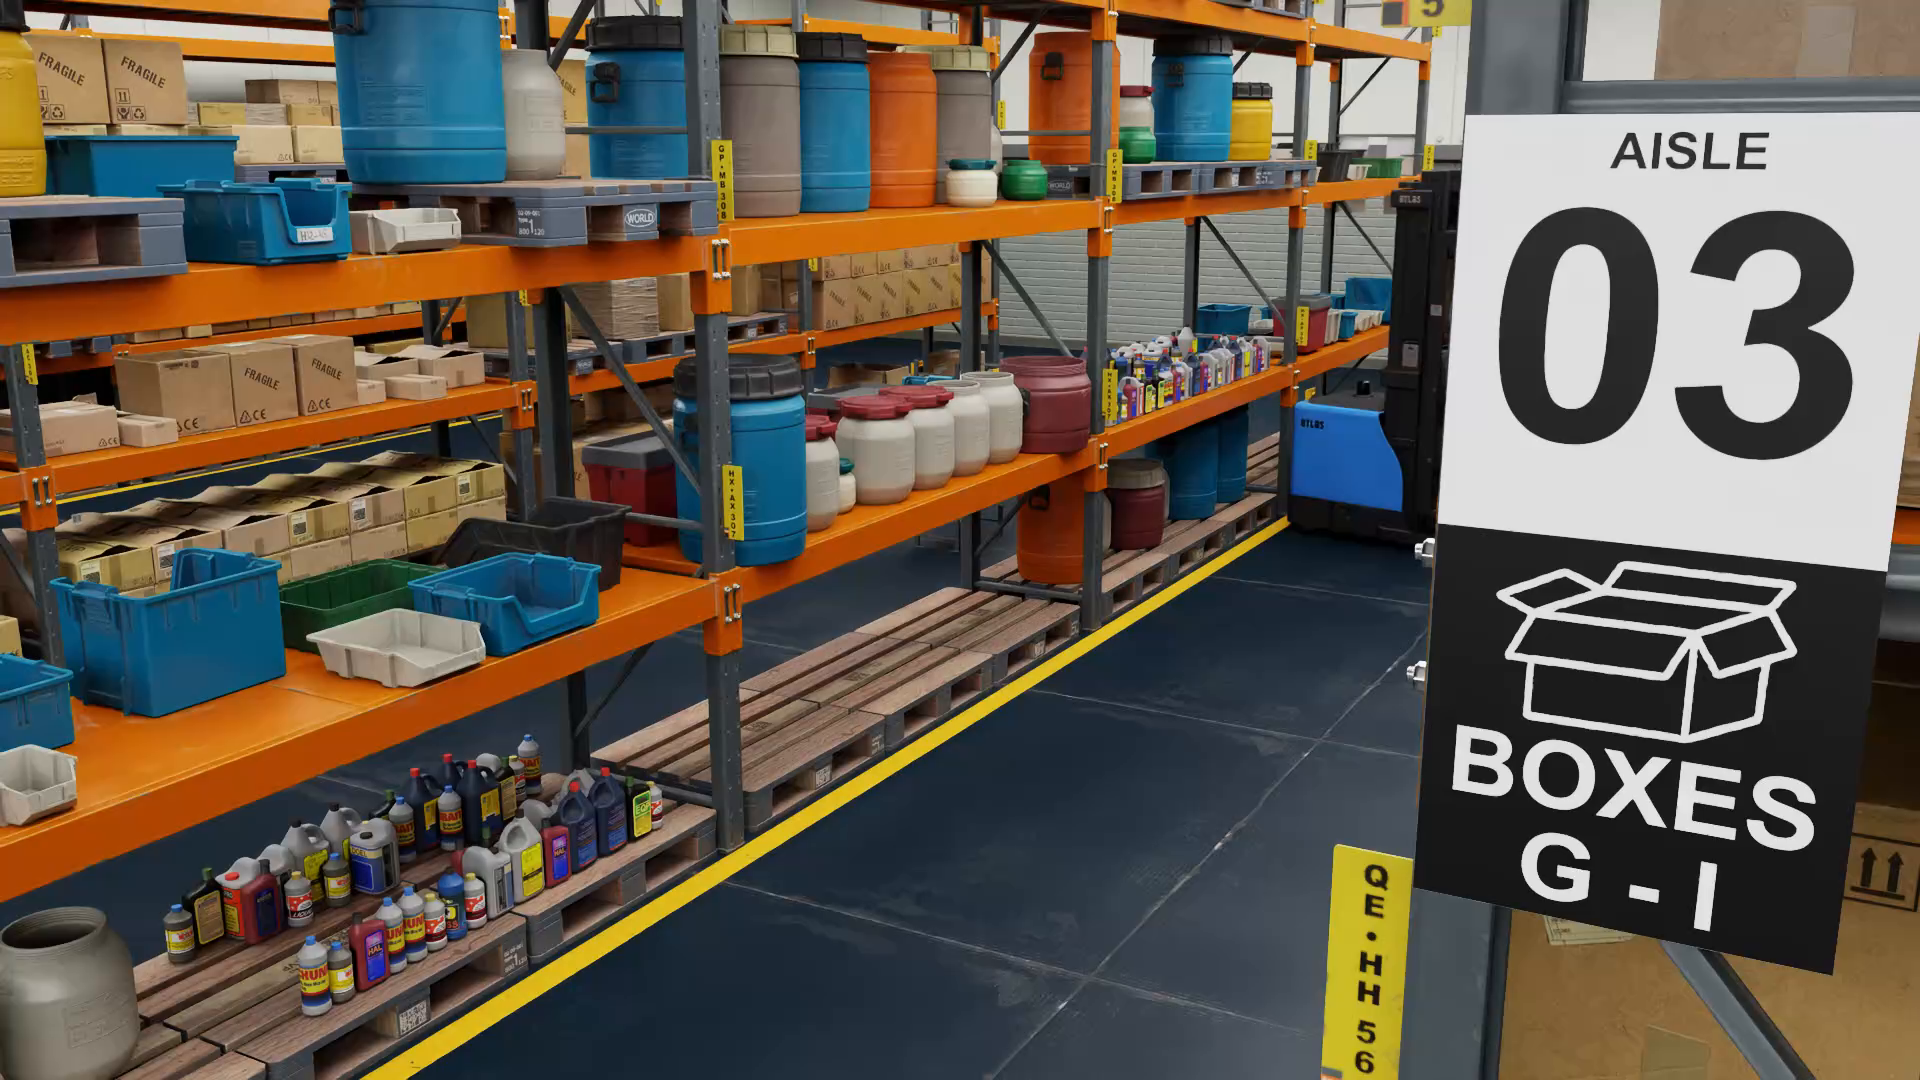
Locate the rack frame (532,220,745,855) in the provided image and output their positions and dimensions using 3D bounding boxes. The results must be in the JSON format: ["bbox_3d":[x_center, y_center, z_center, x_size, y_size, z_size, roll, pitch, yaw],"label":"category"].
[{"bbox_3d":[-1.460,-0.092,7.514,1.000,3.000,0.127,7,15,28],"label":"rack frame"}]

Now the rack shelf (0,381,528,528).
[{"bbox_3d":[-4.827,-0.714,11.632,1.077,0.370,4.000,7,15,28],"label":"rack shelf"}]

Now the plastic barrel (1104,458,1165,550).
[{"bbox_3d":[1.241,-0.278,12.537,0.600,0.588,0.708,7,15,28],"label":"plastic barrel"}]

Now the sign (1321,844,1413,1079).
[{"bbox_3d":[0.466,0.506,1.888,0.100,0.325,0.005,7,15,28],"label":"sign"}]

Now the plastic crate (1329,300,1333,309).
[{"bbox_3d":[3.615,-2.353,17.123,0.416,0.233,0.300,7,15,28],"label":"plastic crate"}]

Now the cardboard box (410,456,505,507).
[{"bbox_3d":[-3.898,-0.479,12.895,0.500,0.311,0.500,8,16,30],"label":"cardboard box"}]

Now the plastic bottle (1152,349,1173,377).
[{"bbox_3d":[1.519,-1.247,12.412,0.144,0.351,0.185,7,15,28],"label":"plastic bottle"}]

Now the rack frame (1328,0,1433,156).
[{"bbox_3d":[4.341,-5.470,17.023,1.000,3.000,0.127,7,15,28],"label":"rack frame"}]

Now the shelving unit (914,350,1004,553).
[{"bbox_3d":[-0.003,-0.728,13.352,0.431,1.500,0.755,7,15,28],"label":"shelving unit"}]

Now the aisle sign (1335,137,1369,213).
[{"bbox_3d":[4.116,-3.866,17.623,0.394,0.787,0.004,7,15,28],"label":"aisle sign"}]

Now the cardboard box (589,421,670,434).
[{"bbox_3d":[-2.895,-0.745,14.617,0.500,0.500,0.500,7,15,27],"label":"cardboard box"}]

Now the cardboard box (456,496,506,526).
[{"bbox_3d":[-3.901,-0.206,12.960,0.500,0.250,0.500,8,16,29],"label":"cardboard box"}]

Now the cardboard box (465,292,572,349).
[{"bbox_3d":[-3.655,-1.869,13.777,0.700,0.500,0.500,2,14,9],"label":"cardboard box"}]

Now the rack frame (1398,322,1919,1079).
[{"bbox_3d":[0.942,1.290,1.783,1.000,3.000,0.127,7,15,28],"label":"rack frame"}]

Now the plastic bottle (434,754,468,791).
[{"bbox_3d":[-2.214,1.101,7.281,0.144,0.351,0.185,8,16,30],"label":"plastic bottle"}]

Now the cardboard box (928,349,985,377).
[{"bbox_3d":[-0.041,-1.975,19.720,0.500,0.500,0.500,7,15,28],"label":"cardboard box"}]

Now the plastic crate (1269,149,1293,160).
[{"bbox_3d":[2.999,-3.535,15.648,0.437,0.282,0.530,7,15,28],"label":"plastic crate"}]

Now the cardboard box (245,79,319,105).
[{"bbox_3d":[-7.059,-4.660,17.312,0.500,0.250,0.500,7,15,26],"label":"cardboard box"}]

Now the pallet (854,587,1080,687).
[{"bbox_3d":[0.065,0.598,10.604,1.003,0.211,1.213,7,15,28],"label":"pallet"}]

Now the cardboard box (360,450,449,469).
[{"bbox_3d":[-4.371,-0.540,13.149,0.500,0.311,0.500,8,16,30],"label":"cardboard box"}]

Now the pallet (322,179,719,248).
[{"bbox_3d":[-1.723,-1.299,6.525,1.213,0.211,1.003,7,15,28],"label":"pallet"}]

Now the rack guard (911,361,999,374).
[{"bbox_3d":[-0.030,-1.885,20.286,1.175,0.500,0.348,7,15,28],"label":"rack guard"}]

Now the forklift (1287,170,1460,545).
[{"bbox_3d":[4.166,-1.366,12.947,3.031,2.935,1.130,12,18,40],"label":"forklift"}]

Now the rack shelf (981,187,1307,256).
[{"bbox_3d":[1.440,-2.431,12.353,1.077,0.370,4.000,7,15,28],"label":"rack shelf"}]

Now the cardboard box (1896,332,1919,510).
[{"bbox_3d":[0.953,-0.223,1.978,0.500,0.250,0.500,8,16,29],"label":"cardboard box"}]

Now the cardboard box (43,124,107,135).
[{"bbox_3d":[-5.488,-2.369,9.982,0.500,0.250,0.500,9,16,34],"label":"cardboard box"}]

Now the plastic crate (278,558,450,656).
[{"bbox_3d":[-2.363,0.258,6.517,0.450,0.188,0.662,7,15,28],"label":"plastic crate"}]

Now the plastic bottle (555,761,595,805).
[{"bbox_3d":[-1.645,1.130,7.158,0.144,0.351,0.185,7,15,28],"label":"plastic bottle"}]

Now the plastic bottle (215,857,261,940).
[{"bbox_3d":[-2.744,1.364,6.349,0.152,0.276,0.135,8,15,28],"label":"plastic bottle"}]

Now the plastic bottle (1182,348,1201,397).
[{"bbox_3d":[1.717,-1.258,12.455,0.144,0.351,0.185,7,15,28],"label":"plastic bottle"}]

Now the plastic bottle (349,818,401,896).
[{"bbox_3d":[-2.368,1.275,6.720,0.152,0.276,0.135,7,15,28],"label":"plastic bottle"}]

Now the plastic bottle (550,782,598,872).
[{"bbox_3d":[-1.612,1.186,6.926,0.144,0.351,0.185,7,15,25],"label":"plastic bottle"}]

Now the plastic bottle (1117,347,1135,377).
[{"bbox_3d":[1.290,-1.384,13.137,0.152,0.276,0.135,7,15,28],"label":"plastic bottle"}]

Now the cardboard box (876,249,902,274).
[{"bbox_3d":[-0.955,-3.106,17.670,0.500,0.500,0.500,7,15,26],"label":"cardboard box"}]

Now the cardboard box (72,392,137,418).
[{"bbox_3d":[-5.530,-0.790,10.696,0.396,0.266,0.258,7,15,27],"label":"cardboard box"}]

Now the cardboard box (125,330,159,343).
[{"bbox_3d":[-7.837,-1.964,15.773,0.380,0.149,0.250,7,15,27],"label":"cardboard box"}]

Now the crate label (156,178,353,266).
[{"bbox_3d":[-2.200,-1.004,5.214,0.502,0.251,0.408,7,15,28],"label":"crate label"}]

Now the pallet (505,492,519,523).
[{"bbox_3d":[-3.467,-0.268,14.194,1.003,0.211,1.213,7,15,28],"label":"pallet"}]

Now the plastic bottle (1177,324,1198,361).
[{"bbox_3d":[1.934,-1.665,14.147,0.144,0.351,0.185,7,15,28],"label":"plastic bottle"}]

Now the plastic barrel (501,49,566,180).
[{"bbox_3d":[-1.840,-1.742,6.826,0.421,0.512,0.421,0,14,0],"label":"plastic barrel"}]

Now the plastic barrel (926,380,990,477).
[{"bbox_3d":[-0.040,-0.645,9.571,0.421,0.512,0.421,0,14,0],"label":"plastic barrel"}]

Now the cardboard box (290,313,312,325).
[{"bbox_3d":[-6.972,-2.333,17.303,0.380,0.149,0.250,8,16,30],"label":"cardboard box"}]

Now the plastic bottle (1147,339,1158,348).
[{"bbox_3d":[1.593,-1.523,13.725,0.097,0.271,0.097,0,14,0],"label":"plastic bottle"}]

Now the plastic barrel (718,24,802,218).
[{"bbox_3d":[-1.088,-2.057,8.195,0.600,0.901,0.600,0,14,0],"label":"plastic barrel"}]

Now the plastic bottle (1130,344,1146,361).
[{"bbox_3d":[1.402,-1.431,13.334,0.152,0.276,0.135,7,15,28],"label":"plastic bottle"}]

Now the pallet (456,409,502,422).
[{"bbox_3d":[-5.829,-1.647,19.915,1.003,0.211,1.213,7,15,28],"label":"pallet"}]

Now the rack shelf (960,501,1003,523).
[{"bbox_3d":[-0.003,-0.411,13.428,0.431,0.370,0.720,7,15,28],"label":"rack shelf"}]

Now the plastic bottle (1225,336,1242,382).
[{"bbox_3d":[2.160,-1.446,13.235,0.144,0.351,0.185,7,15,28],"label":"plastic bottle"}]

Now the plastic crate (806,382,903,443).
[{"bbox_3d":[-0.575,-0.647,9.680,0.402,0.464,0.583,7,15,28],"label":"plastic crate"}]

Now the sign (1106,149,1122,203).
[{"bbox_3d":[0.959,-2.259,10.327,0.100,0.325,0.005,7,15,28],"label":"sign"}]

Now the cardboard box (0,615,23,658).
[{"bbox_3d":[-5.827,0.599,9.621,0.500,0.250,0.500,7,15,28],"label":"cardboard box"}]

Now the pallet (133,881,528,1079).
[{"bbox_3d":[-2.410,1.648,6.247,1.003,0.211,1.213,7,15,28],"label":"pallet"}]

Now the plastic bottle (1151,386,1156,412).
[{"bbox_3d":[1.334,-1.011,11.751,0.097,0.201,0.097,0,14,0],"label":"plastic bottle"}]

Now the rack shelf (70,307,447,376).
[{"bbox_3d":[-7.232,-2.096,17.361,1.077,0.370,4.000,7,15,28],"label":"rack shelf"}]

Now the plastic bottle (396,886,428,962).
[{"bbox_3d":[-2.030,1.414,6.152,0.097,0.271,0.097,0,14,0],"label":"plastic bottle"}]

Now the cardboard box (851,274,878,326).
[{"bbox_3d":[-1.197,-2.523,17.385,0.500,0.500,0.500,8,16,29],"label":"cardboard box"}]
